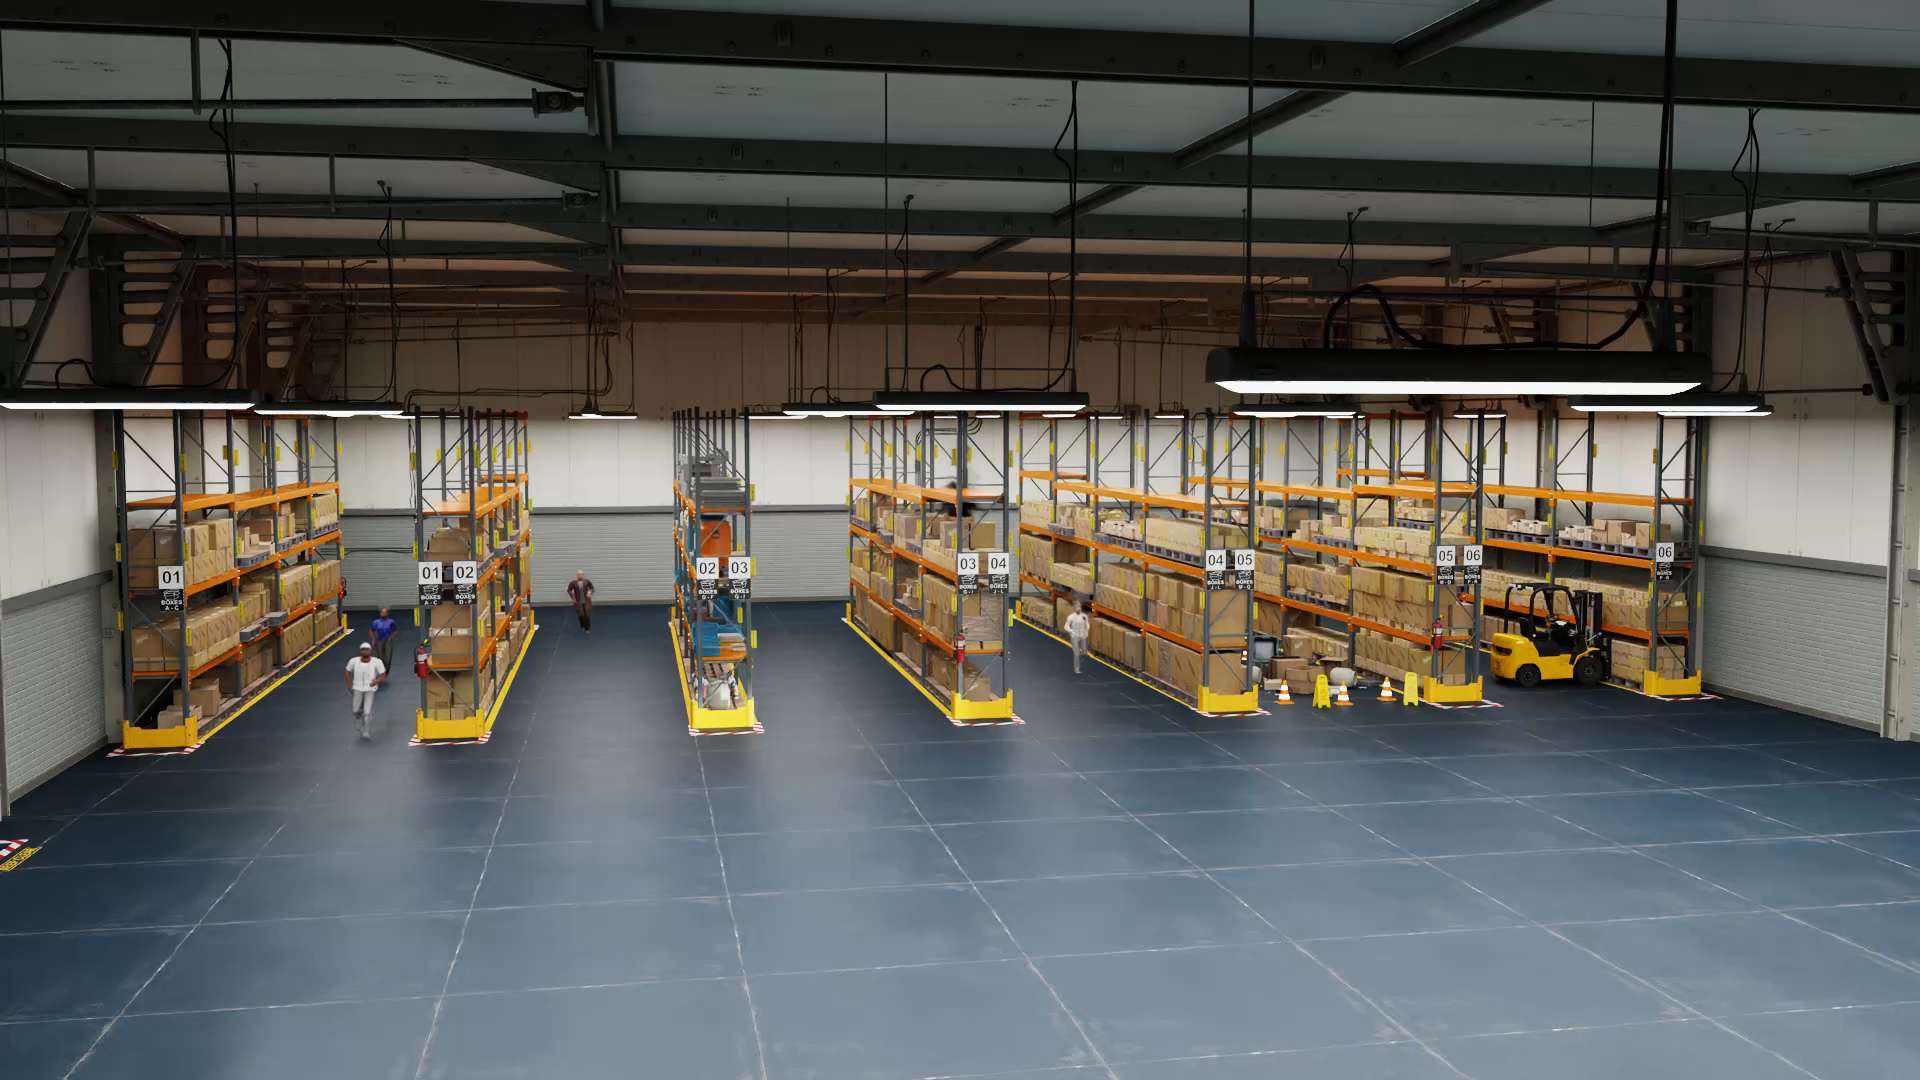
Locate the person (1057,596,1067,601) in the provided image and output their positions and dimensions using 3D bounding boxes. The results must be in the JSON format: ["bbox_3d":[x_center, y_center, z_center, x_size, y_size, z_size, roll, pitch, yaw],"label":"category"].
[{"bbox_3d":[2.999,1.348,50.055,0.669,1.698,0.621,-3,5,-39],"label":"person"}]

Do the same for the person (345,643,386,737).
[{"bbox_3d":[-10.801,2.715,30.192,0.732,1.720,0.568,-1,4,-10],"label":"person"}]

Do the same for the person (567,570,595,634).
[{"bbox_3d":[-10.170,1.685,44.673,0.720,1.731,0.643,-1,4,-16],"label":"person"}]

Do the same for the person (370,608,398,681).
[{"bbox_3d":[-12.744,2.318,36.802,0.580,1.596,0.557,-2,4,-23],"label":"person"}]

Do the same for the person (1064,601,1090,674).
[{"bbox_3d":[2.684,2.206,37.813,0.612,1.648,0.571,-1,4,-12],"label":"person"}]
